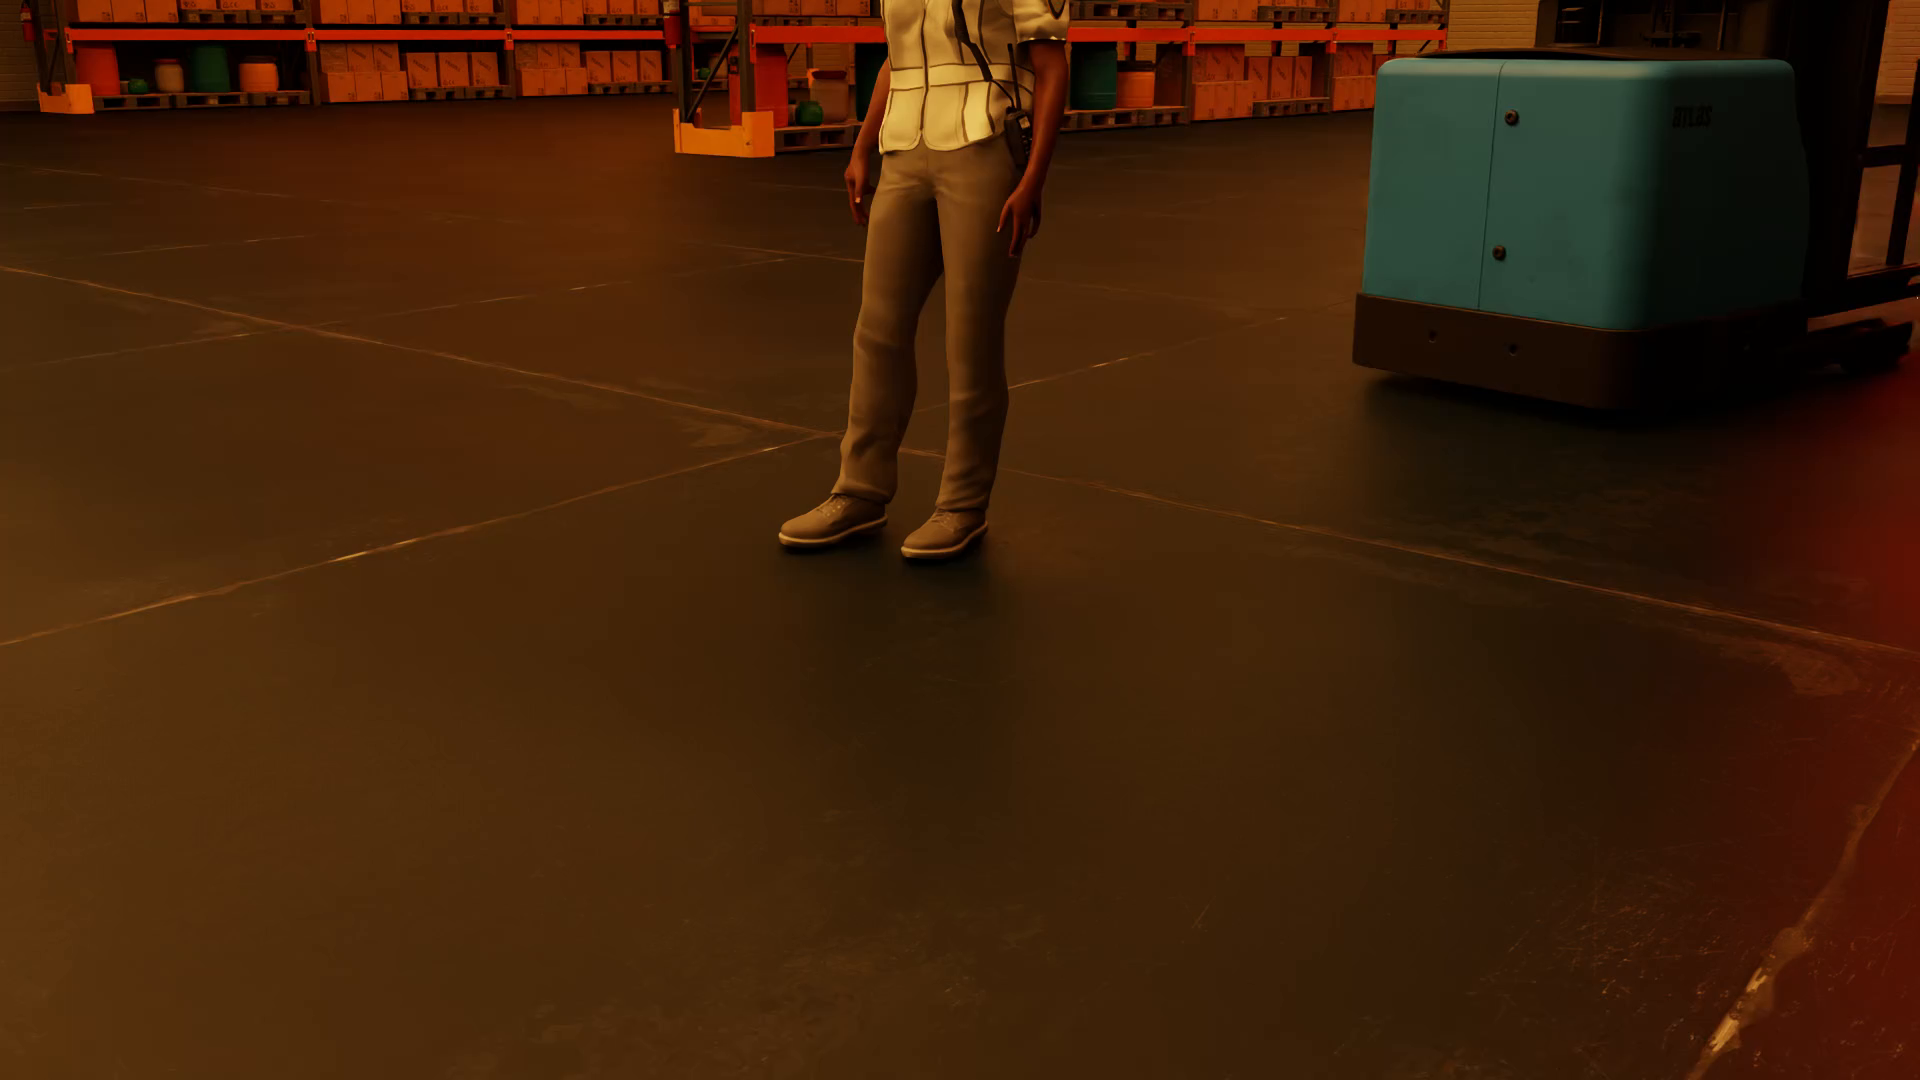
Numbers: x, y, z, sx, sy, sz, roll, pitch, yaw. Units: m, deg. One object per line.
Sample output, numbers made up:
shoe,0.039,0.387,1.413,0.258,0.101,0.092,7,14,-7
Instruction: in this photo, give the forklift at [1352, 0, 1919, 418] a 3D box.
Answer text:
forklift,2.813,-2.101,5.815,3.031,2.935,1.130,-13,21,-37

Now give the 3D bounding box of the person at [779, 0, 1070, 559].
person,-0.063,-0.805,3.650,0.569,1.695,0.528,13,21,37
